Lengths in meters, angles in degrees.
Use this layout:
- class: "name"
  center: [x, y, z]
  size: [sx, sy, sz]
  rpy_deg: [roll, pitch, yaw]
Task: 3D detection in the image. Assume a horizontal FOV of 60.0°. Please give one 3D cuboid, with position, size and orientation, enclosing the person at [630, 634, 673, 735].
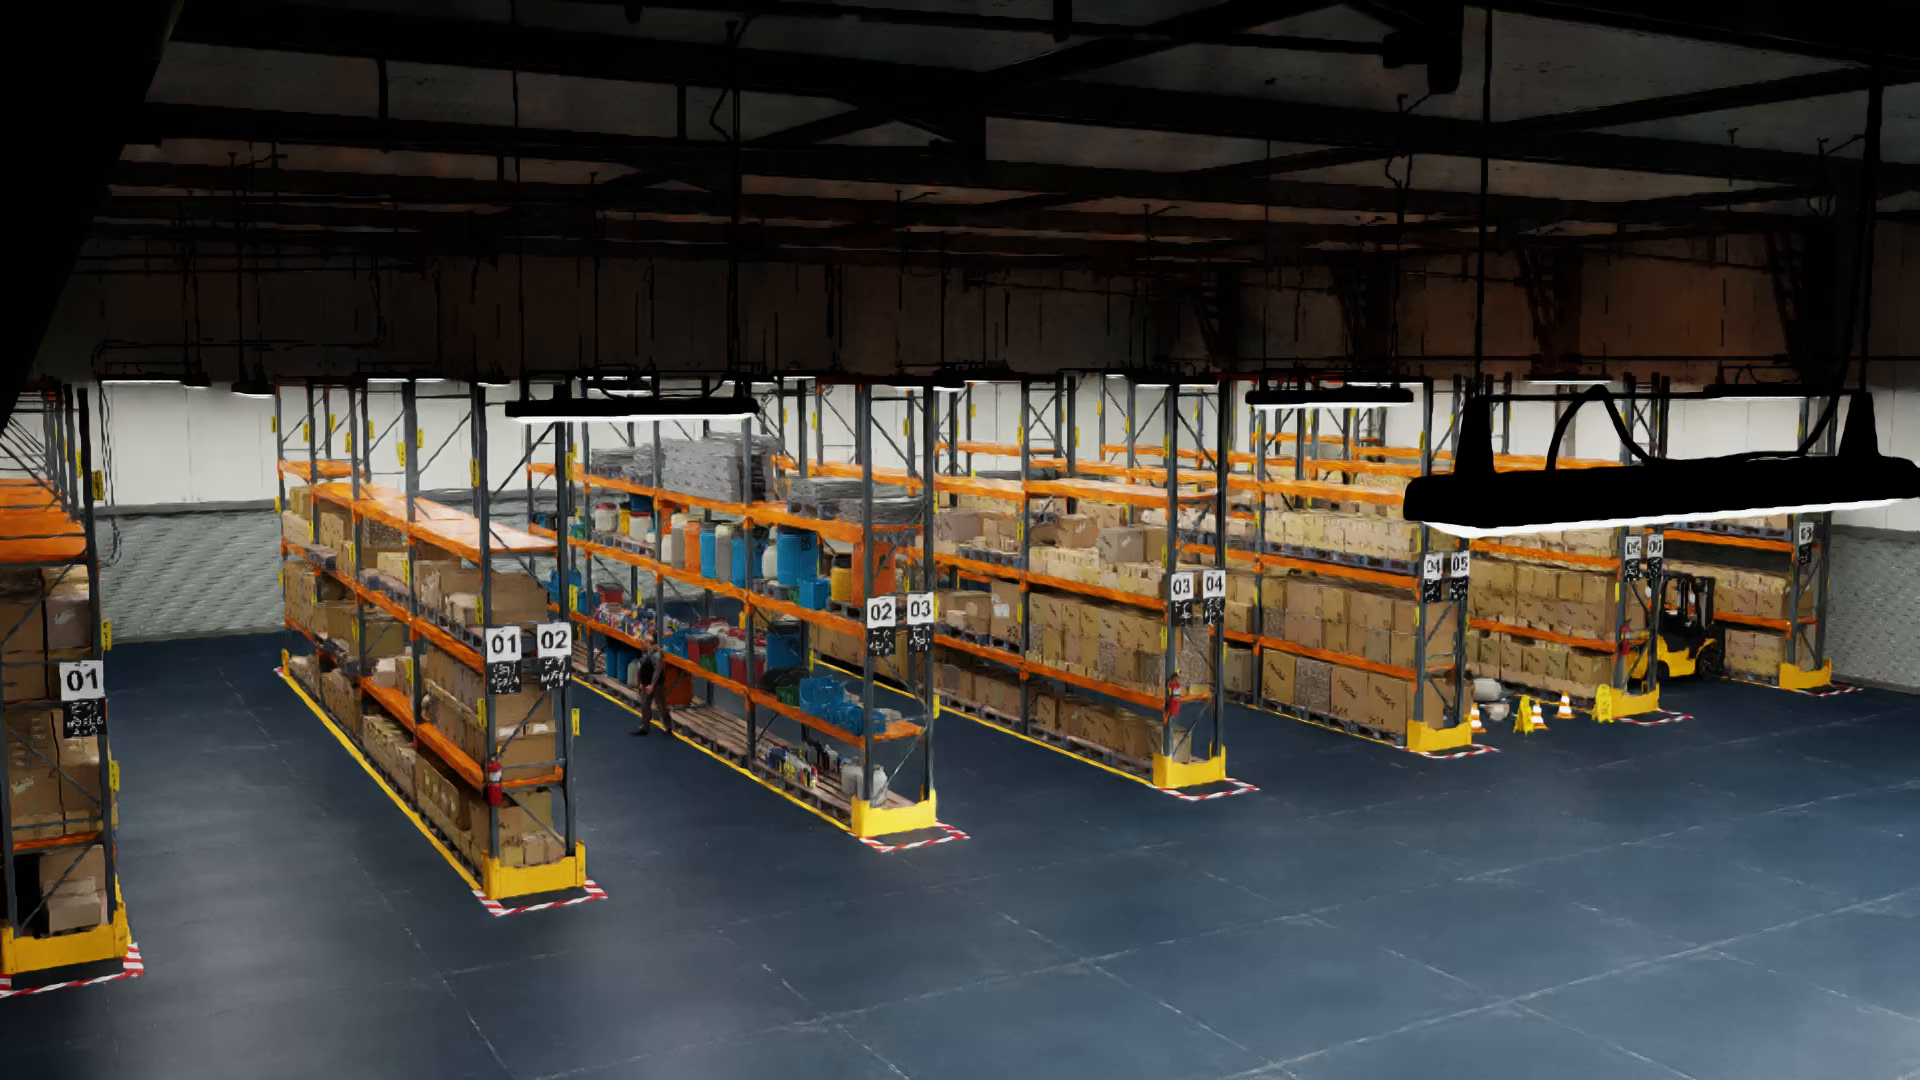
- class: "person"
  center: [-5.161, 2.427, 27.871]
  size: [0.628, 1.716, 0.619]
  rpy_deg: [6, 9, 43]

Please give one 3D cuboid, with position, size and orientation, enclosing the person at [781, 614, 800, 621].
- class: "person"
  center: [-3.278, 1.983, 32.439]
  size: [0.592, 1.629, 0.532]
  rpy_deg: [-4, 7, -32]
